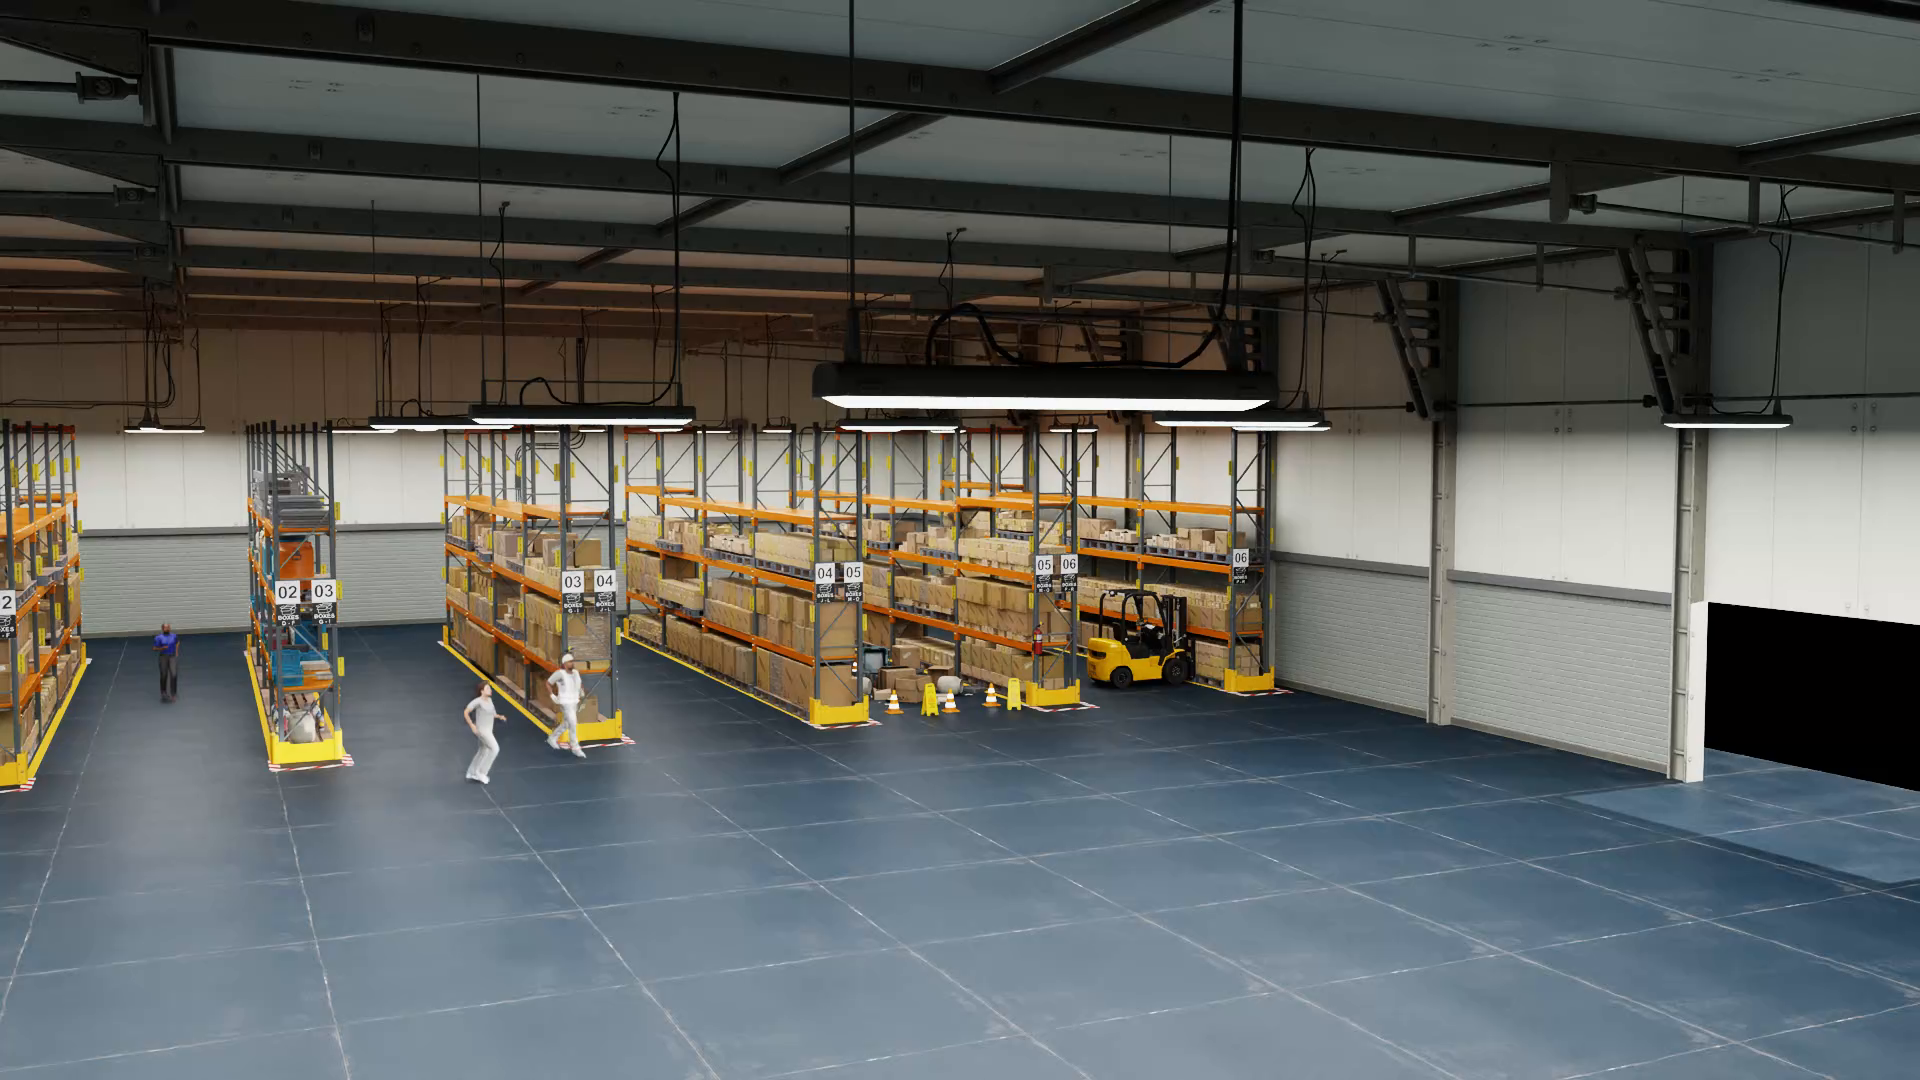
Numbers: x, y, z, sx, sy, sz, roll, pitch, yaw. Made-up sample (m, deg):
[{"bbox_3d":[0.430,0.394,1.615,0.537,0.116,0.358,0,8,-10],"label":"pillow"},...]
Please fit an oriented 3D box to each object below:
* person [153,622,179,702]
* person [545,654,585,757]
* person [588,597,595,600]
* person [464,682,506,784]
[{"bbox_3d":[-17.187,2.639,36.052,0.564,1.712,0.727,-2,4,-35],"label":"person"},{"bbox_3d":[-7.064,2.964,29.958,0.922,1.811,0.727,1,4,23],"label":"person"},{"bbox_3d":[-10.404,1.976,46.324,0.676,1.733,0.614,-1,4,-13],"label":"person"},{"bbox_3d":[-7.854,3.178,27.498,0.684,1.678,0.558,1,4,8],"label":"person"}]
